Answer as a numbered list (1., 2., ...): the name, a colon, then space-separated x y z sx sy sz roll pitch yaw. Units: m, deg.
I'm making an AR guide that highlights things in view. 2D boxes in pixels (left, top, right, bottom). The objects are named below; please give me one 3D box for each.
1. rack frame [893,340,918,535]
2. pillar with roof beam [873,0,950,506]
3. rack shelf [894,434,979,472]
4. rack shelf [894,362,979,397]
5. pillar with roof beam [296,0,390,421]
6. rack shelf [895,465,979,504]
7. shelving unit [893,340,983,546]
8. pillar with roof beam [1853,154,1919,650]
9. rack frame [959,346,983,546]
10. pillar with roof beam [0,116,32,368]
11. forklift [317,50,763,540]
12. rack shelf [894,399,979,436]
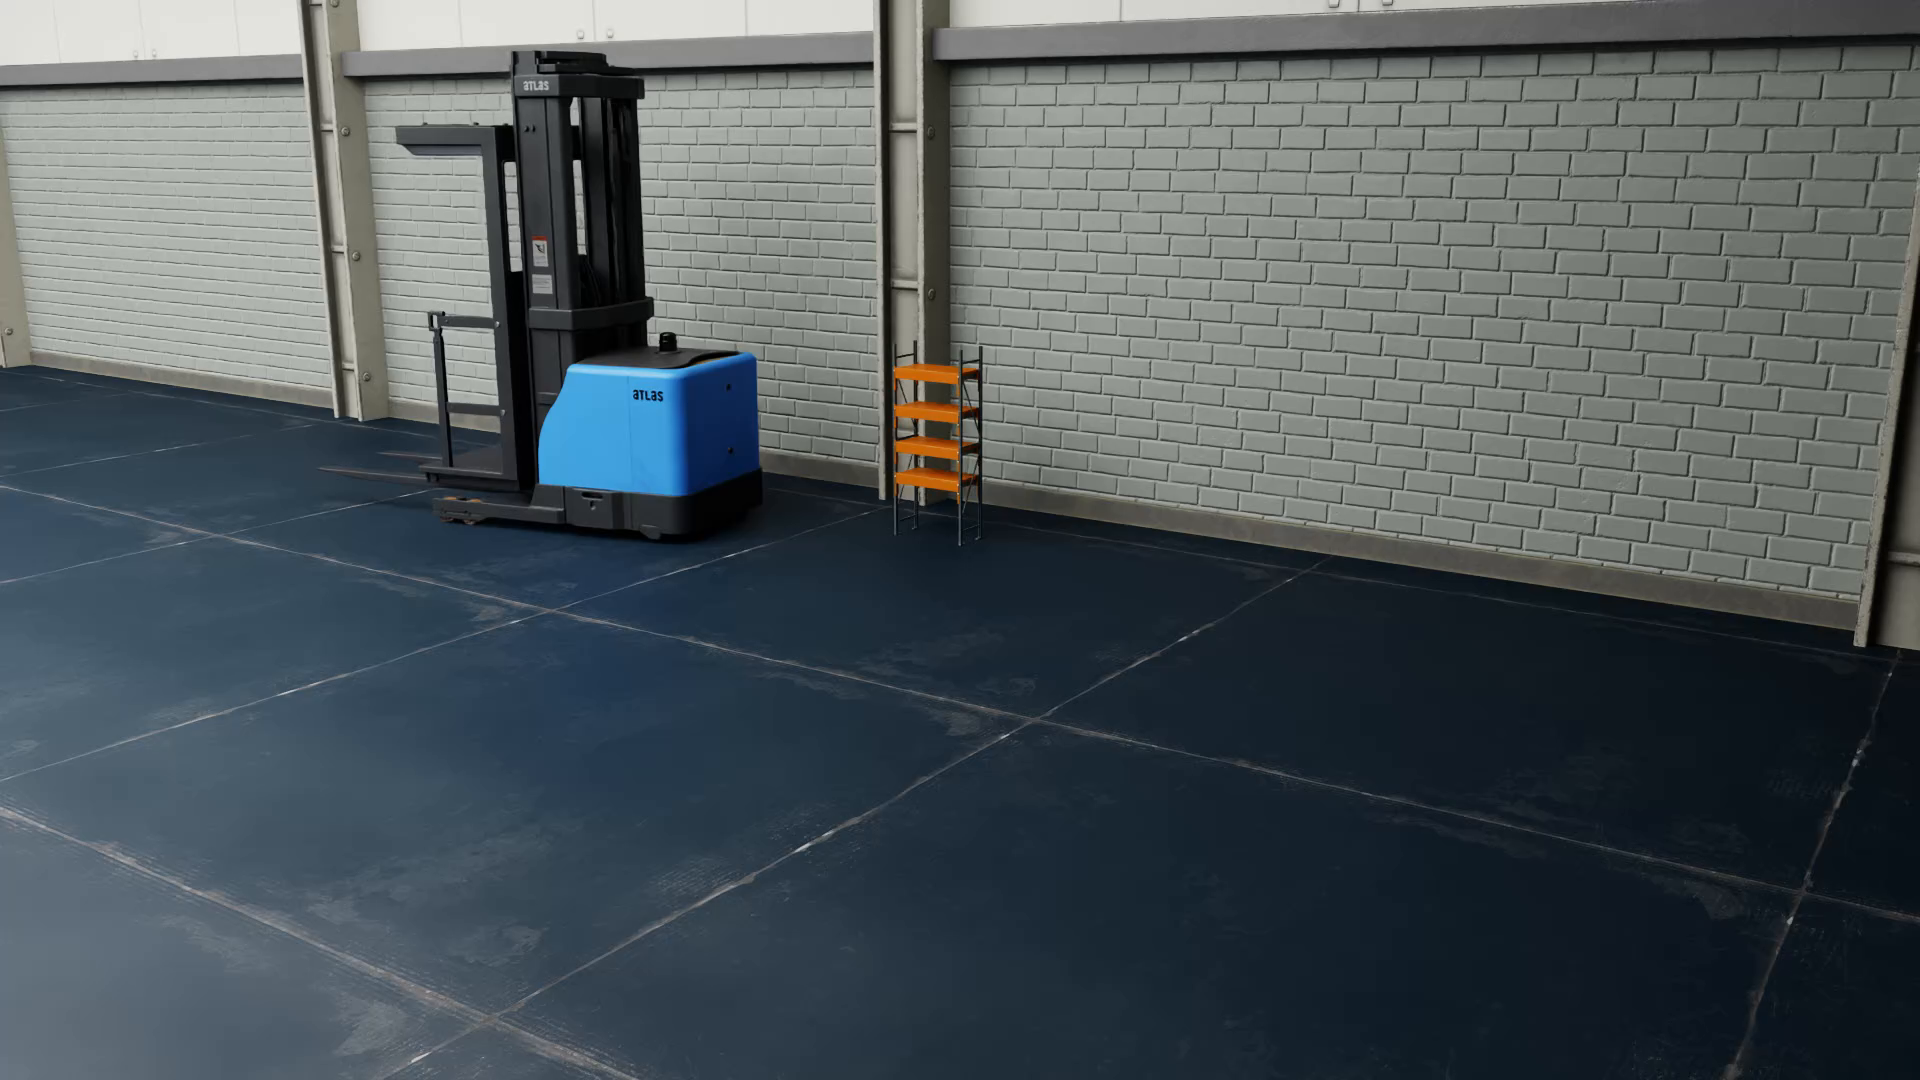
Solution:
1. rack frame: -0.340 -0.637 10.401 0.015 1.200 0.240 9 17 33
2. pillar with roof beam: -2.715 -3.798 6.937 0.400 9.000 9.100 9 17 33
3. rack shelf: -0.137 -0.539 10.285 0.480 0.148 0.258 9 17 33
4. rack shelf: -0.137 -0.986 10.174 0.480 0.148 0.258 9 17 33
5. pillar with roof beam: -7.694 -4.602 10.188 0.400 9.000 9.100 9 17 33
6. rack shelf: -0.137 -0.347 10.333 0.480 0.148 0.258 9 17 33
7. shelving unit: -0.137 -0.605 10.269 0.503 1.200 0.258 9 17 33
8. pillar with roof beam: 2.263 -2.993 3.687 0.400 9.000 9.100 9 17 33
9. rack frame: 0.065 -0.572 10.136 0.015 1.200 0.240 9 17 33
10. pillar with roof beam: -12.672 -5.407 13.438 0.400 9.000 9.100 9 17 33
11. forklift: -2.872 -1.631 10.811 3.031 2.935 1.130 6 15 21
12. rack shelf: -0.137 -0.756 10.231 0.480 0.148 0.258 9 17 33
